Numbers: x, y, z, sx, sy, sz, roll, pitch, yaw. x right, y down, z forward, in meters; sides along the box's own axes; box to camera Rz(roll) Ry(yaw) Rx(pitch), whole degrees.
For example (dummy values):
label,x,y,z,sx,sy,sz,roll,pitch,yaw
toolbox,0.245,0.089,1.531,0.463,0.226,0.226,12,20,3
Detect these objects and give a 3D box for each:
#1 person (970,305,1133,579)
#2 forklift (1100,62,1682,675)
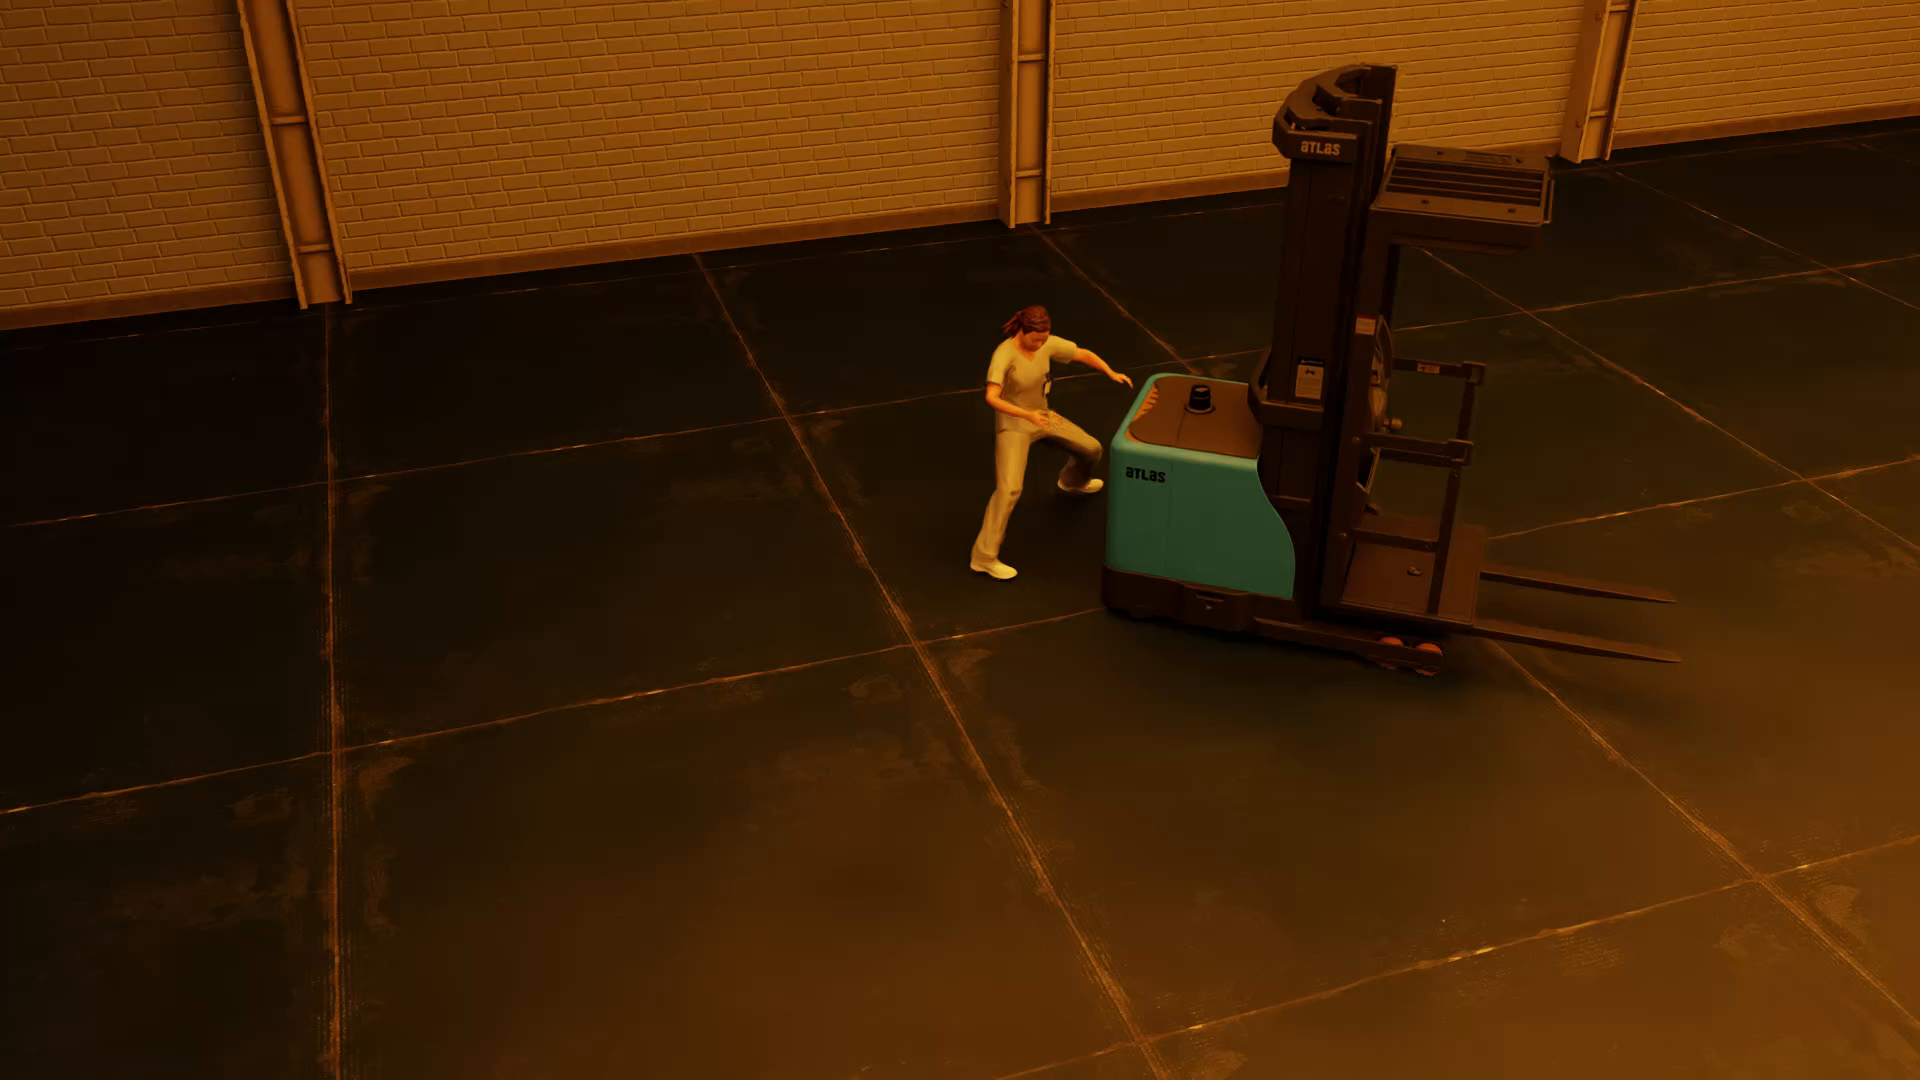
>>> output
label,x,y,z,sx,sy,sz,roll,pitch,yaw
person,0.519,-0.672,9.723,1.243,1.461,0.678,-19,35,-30
forklift,2.361,-0.854,8.572,3.031,2.935,1.130,10,31,16
